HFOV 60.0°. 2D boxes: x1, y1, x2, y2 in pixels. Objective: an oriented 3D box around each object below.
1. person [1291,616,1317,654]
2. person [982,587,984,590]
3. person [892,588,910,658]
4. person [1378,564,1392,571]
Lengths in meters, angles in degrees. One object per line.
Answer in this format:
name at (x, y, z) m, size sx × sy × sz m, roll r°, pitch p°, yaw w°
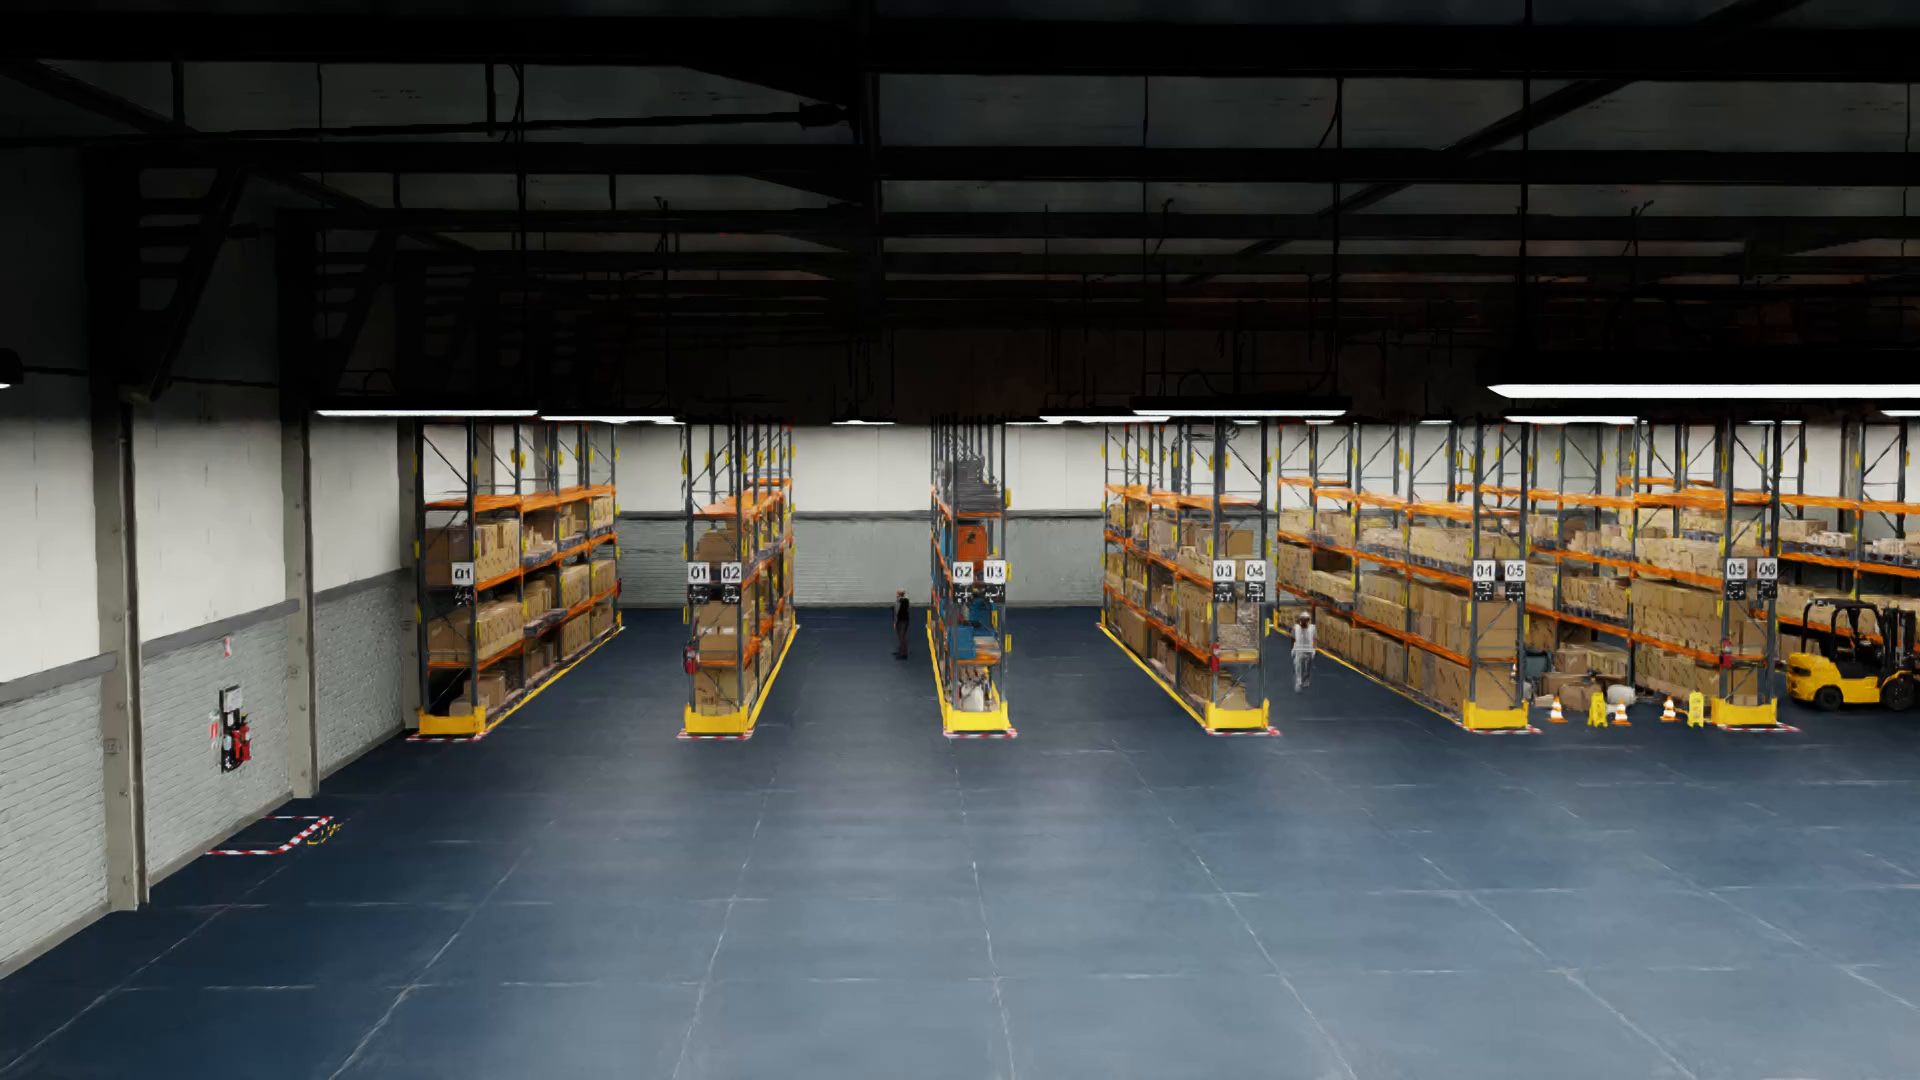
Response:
person at (7.449, 2.128, 35.967) m, size 0.553 × 0.922 × 0.558 m, roll 0°, pitch 4°, yaw 6°
person at (0.728, 1.269, 48.528) m, size 0.382 × 0.957 × 0.501 m, roll 2°, pitch 4°, yaw 28°
person at (-1.481, 2.042, 41.244) m, size 0.576 × 1.718 × 0.626 m, roll 2°, pitch 4°, yaw 27°
person at (12.987, 1.068, 50.606) m, size 0.449 × 1.140 × 0.626 m, roll -3°, pitch 5°, yaw -40°
